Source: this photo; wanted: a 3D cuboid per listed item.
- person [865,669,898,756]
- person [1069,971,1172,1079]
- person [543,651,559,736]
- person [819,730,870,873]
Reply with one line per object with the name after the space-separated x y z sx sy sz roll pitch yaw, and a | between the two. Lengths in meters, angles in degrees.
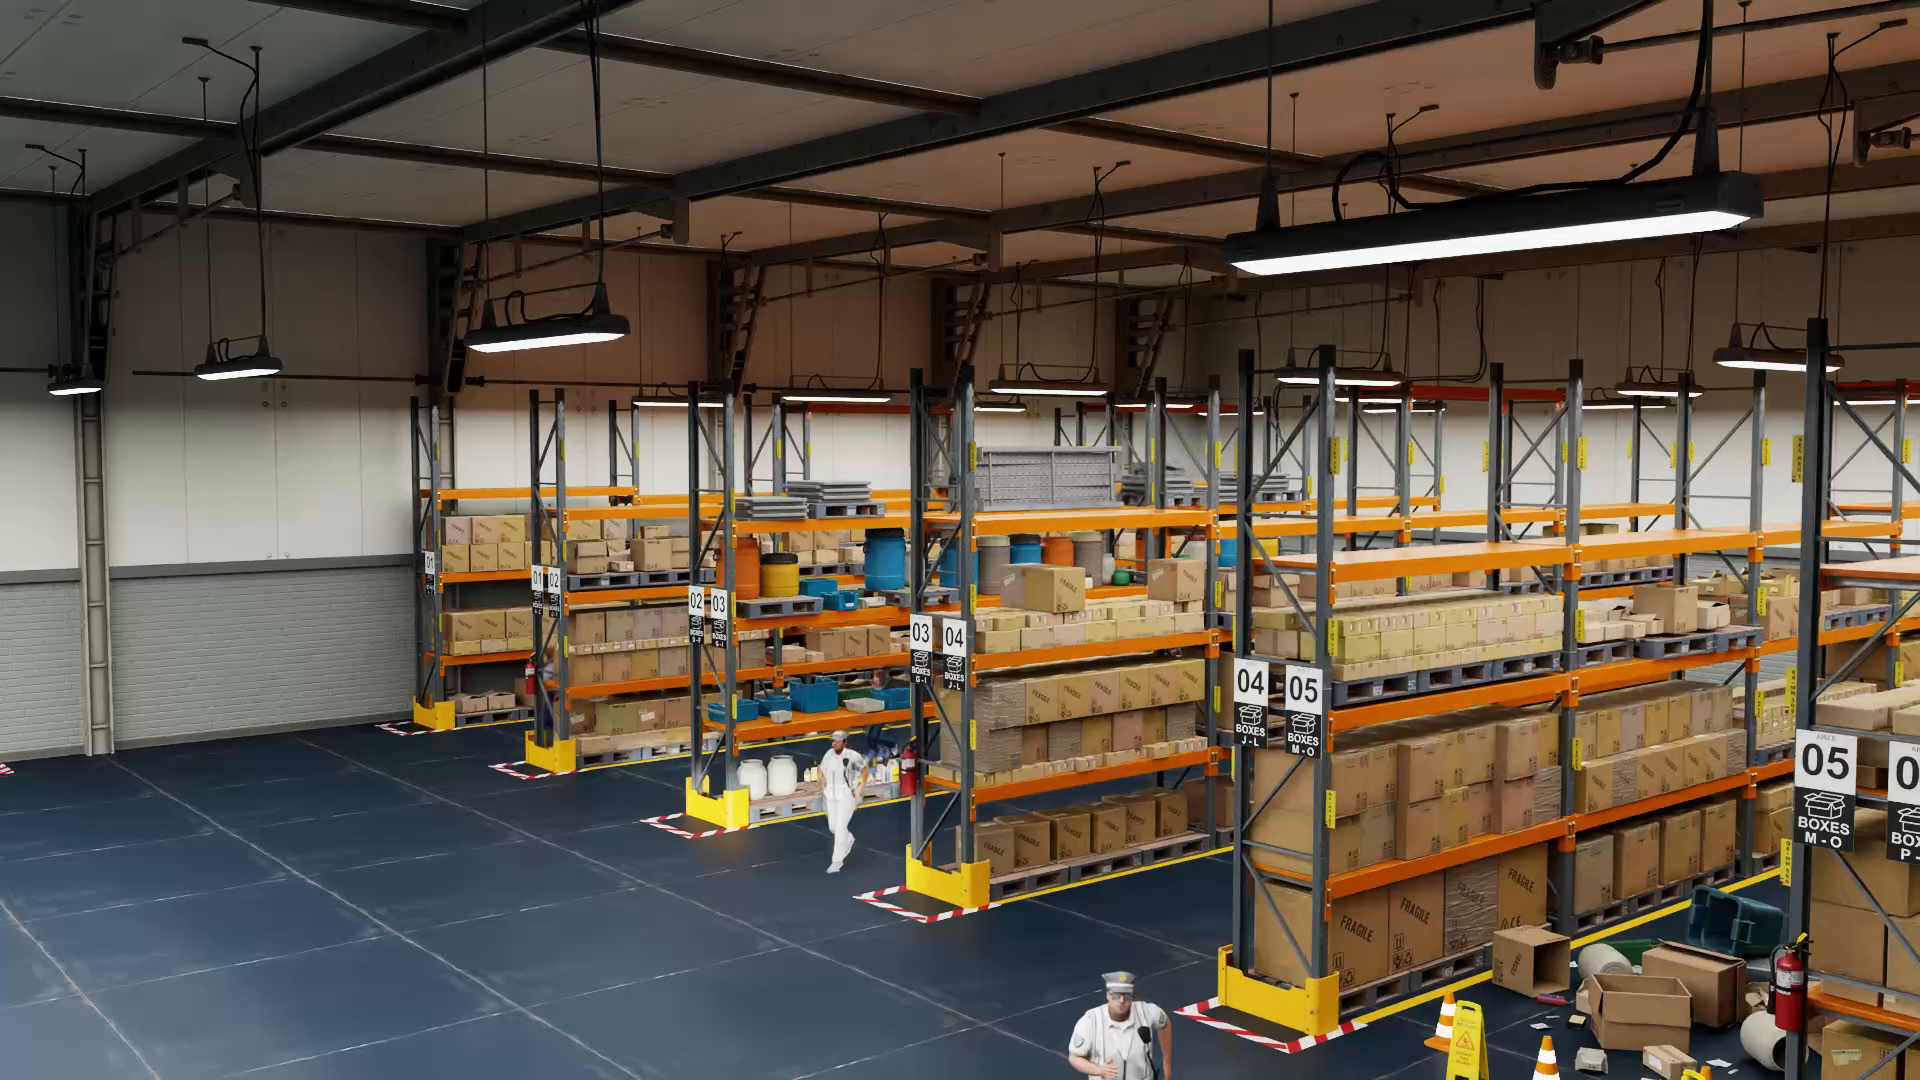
-1.279 2.822 26.565 0.567 1.548 0.535 -2 4 -36 | person
1.048 3.654 10.848 0.687 1.832 0.877 0 3 2 | person
-6.941 2.694 28.041 0.609 1.645 0.918 3 4 37 | person
-1.429 3.149 20.279 0.628 1.692 0.807 2 4 26 | person
